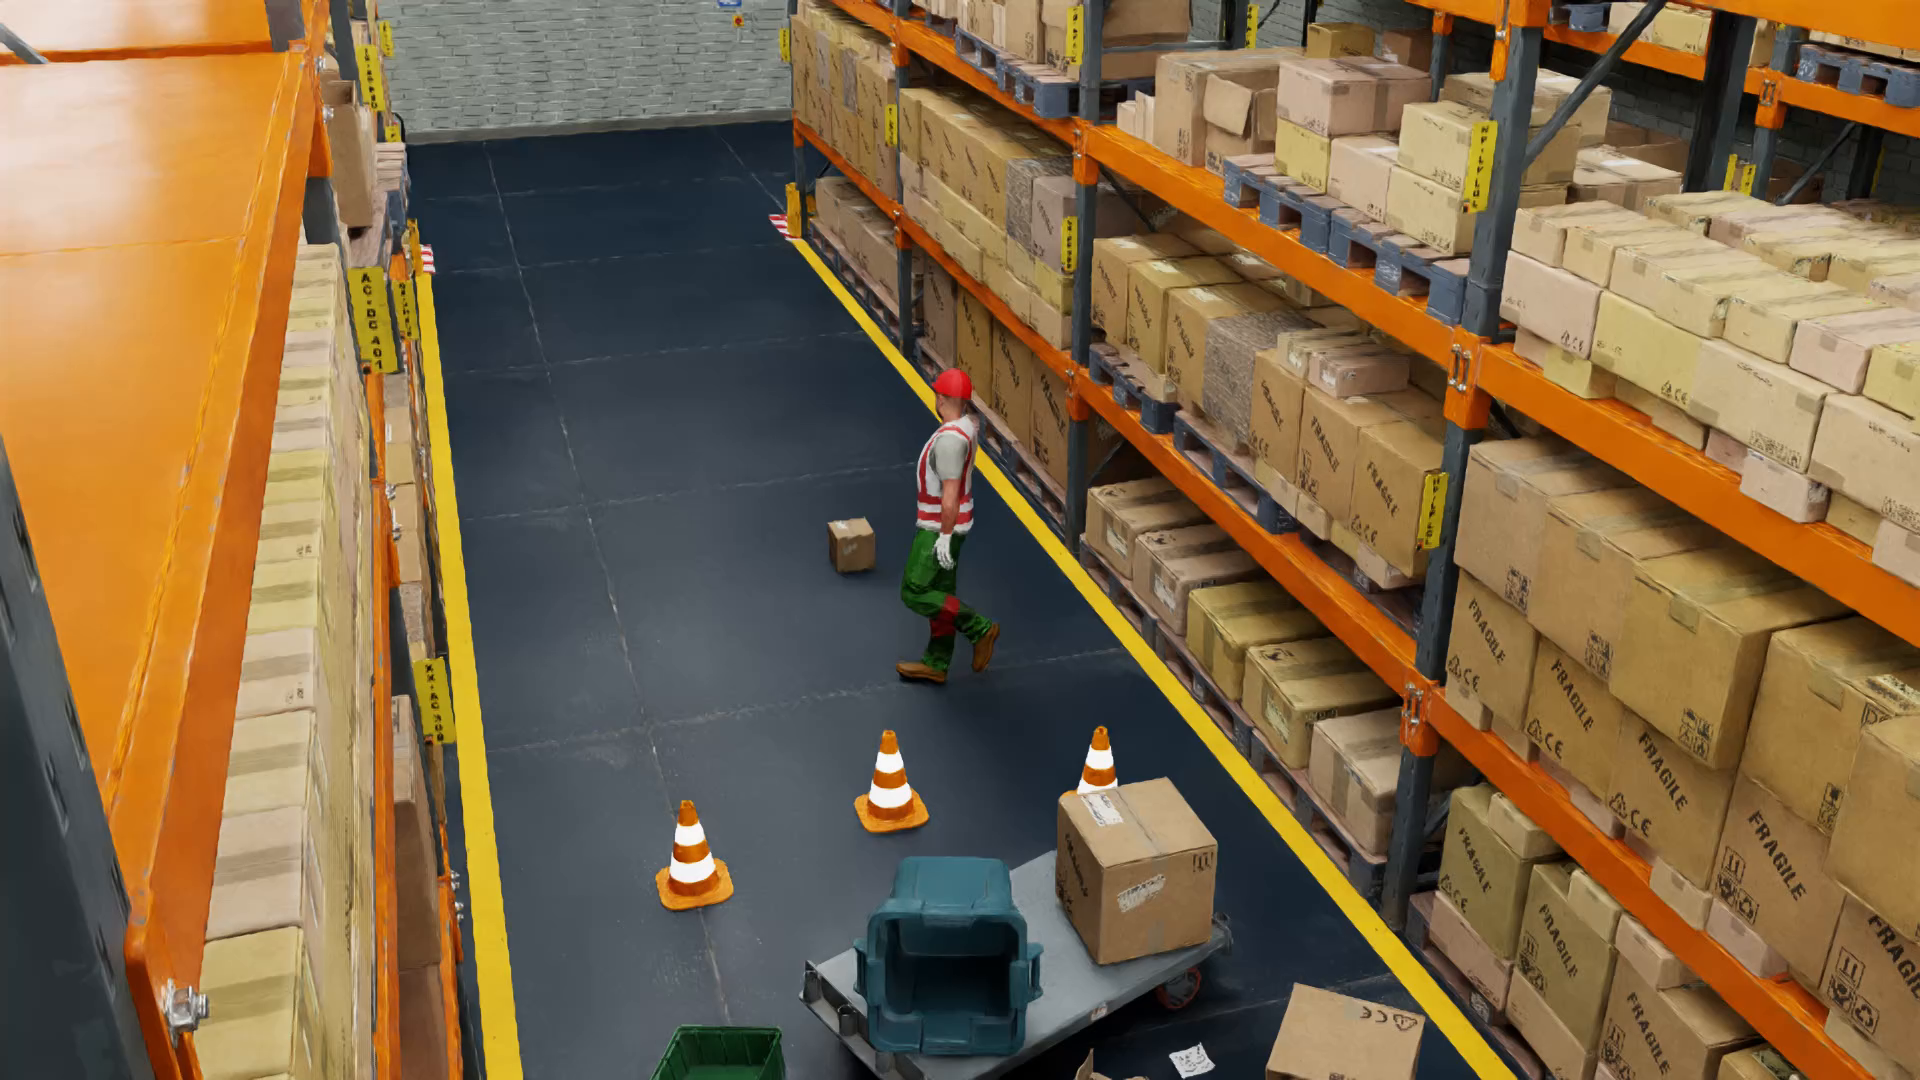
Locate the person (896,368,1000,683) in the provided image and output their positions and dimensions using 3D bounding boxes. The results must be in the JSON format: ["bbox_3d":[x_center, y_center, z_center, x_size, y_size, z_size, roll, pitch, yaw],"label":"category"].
[{"bbox_3d":[-0.060,-0.067,9.256,0.596,1.744,0.672,2,26,3],"label":"person"}]
